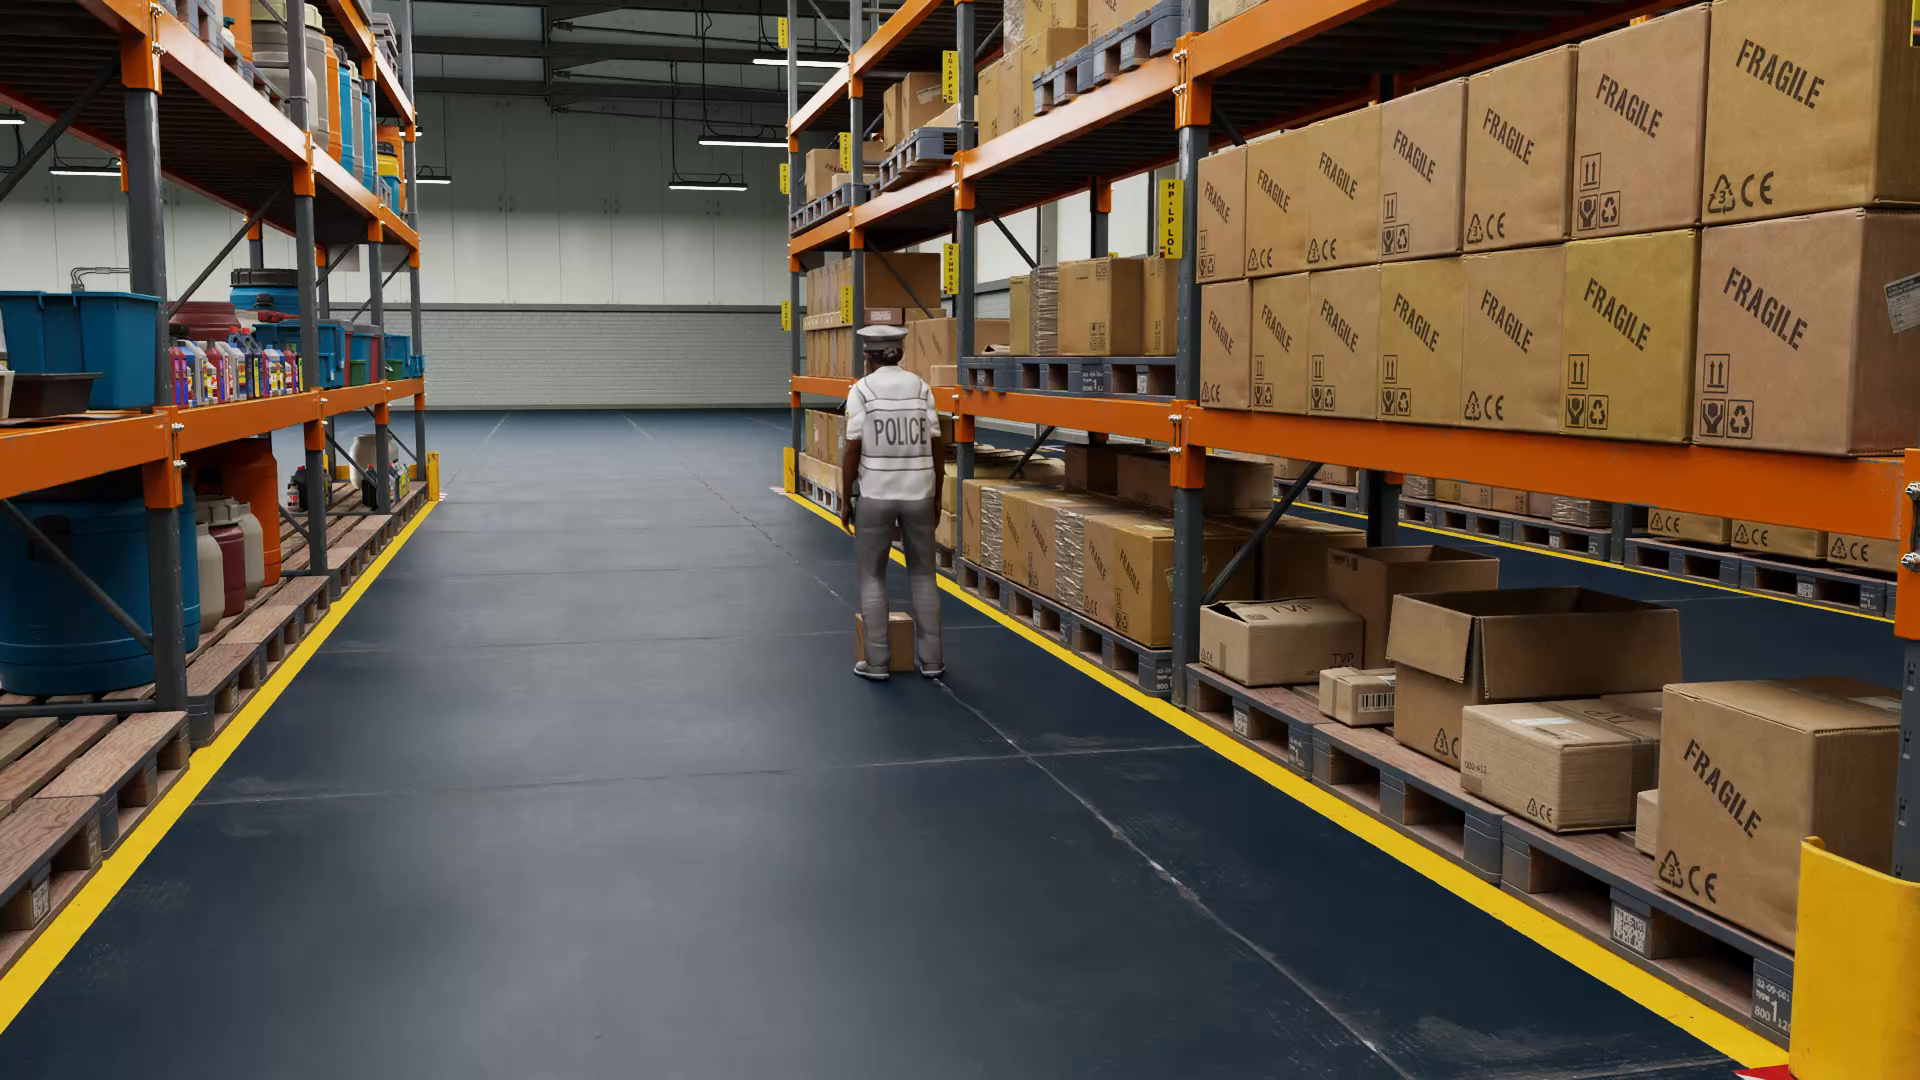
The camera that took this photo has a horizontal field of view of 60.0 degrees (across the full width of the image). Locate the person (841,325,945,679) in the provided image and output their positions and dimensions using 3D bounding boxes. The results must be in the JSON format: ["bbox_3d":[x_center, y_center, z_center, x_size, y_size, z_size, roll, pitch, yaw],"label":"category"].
[{"bbox_3d":[-0.303,-0.177,7.809,0.530,1.657,0.398,-2,7,-17],"label":"person"}]
